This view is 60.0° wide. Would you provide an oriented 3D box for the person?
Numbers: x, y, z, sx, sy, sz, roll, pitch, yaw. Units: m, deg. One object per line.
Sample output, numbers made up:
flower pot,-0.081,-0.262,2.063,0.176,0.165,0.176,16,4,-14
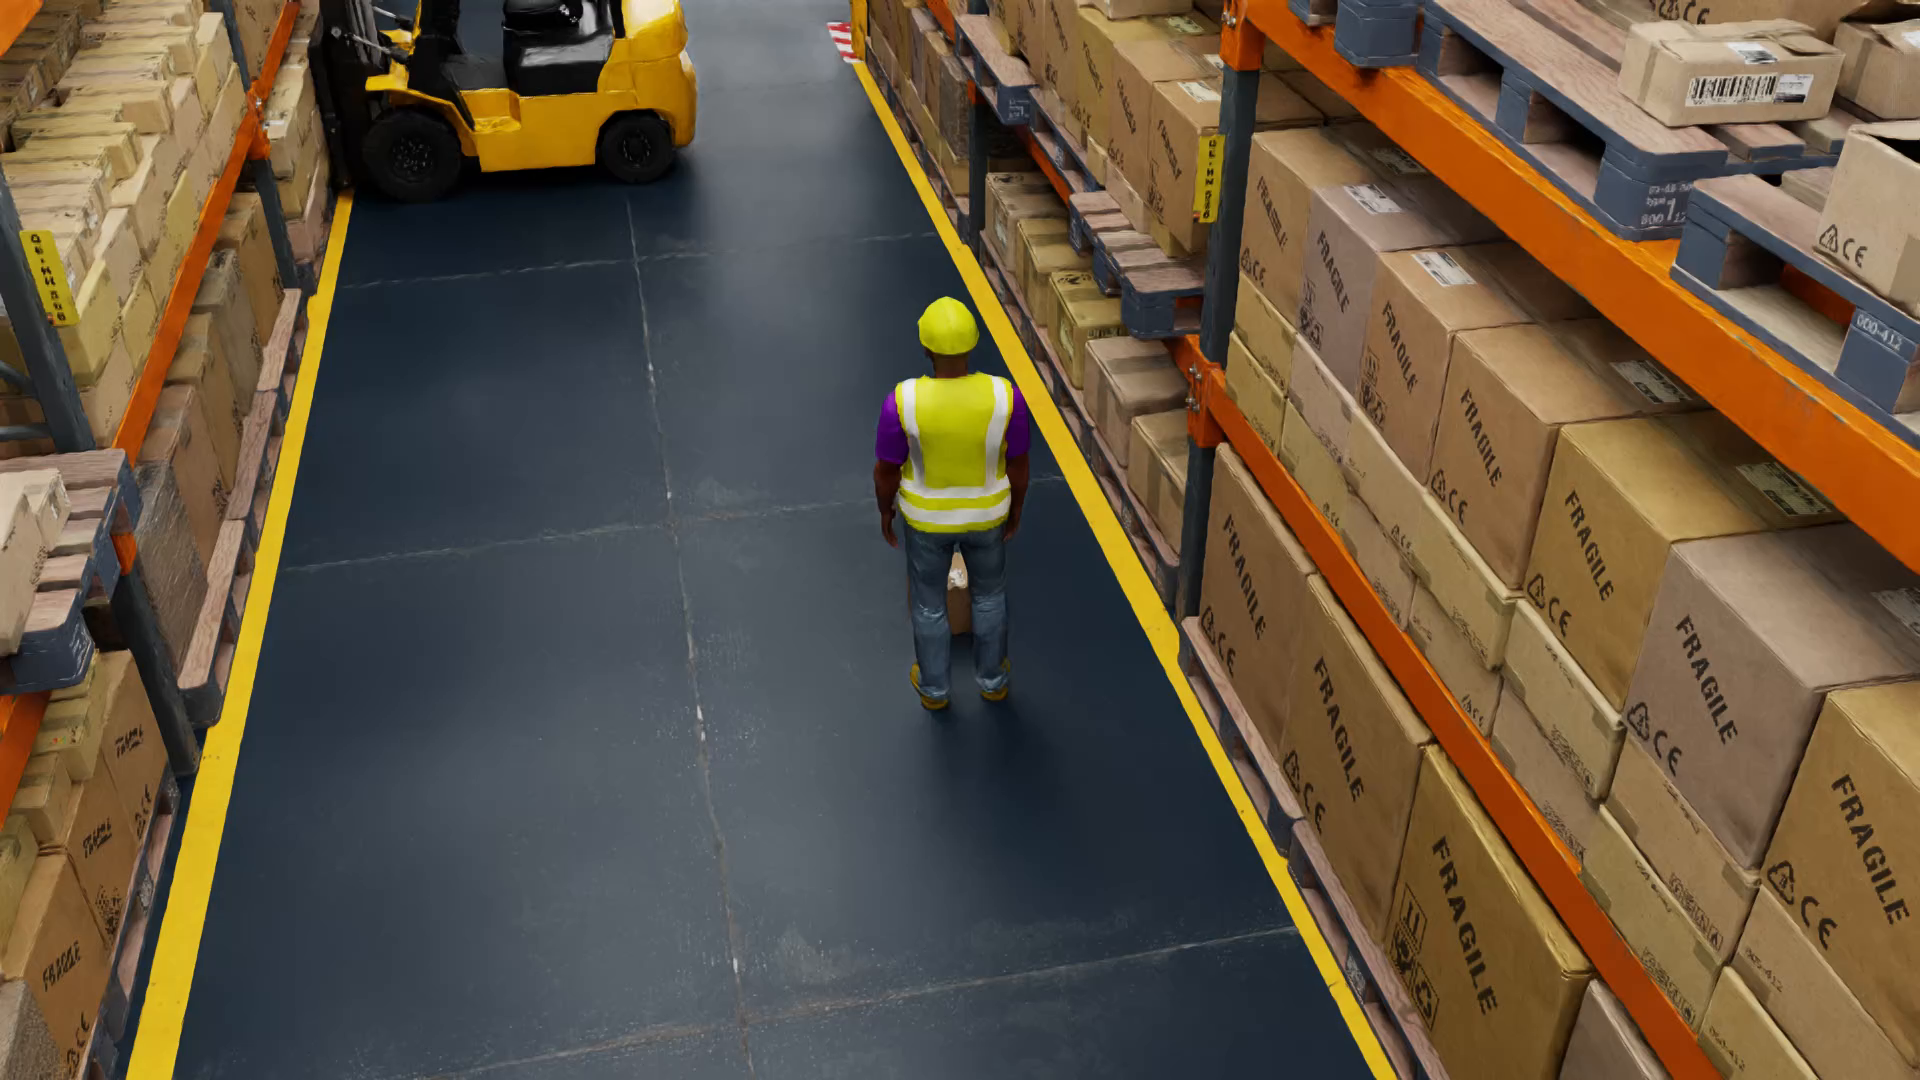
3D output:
person,-0.034,-0.122,6.303,0.577,1.764,0.405,-3,34,-5
